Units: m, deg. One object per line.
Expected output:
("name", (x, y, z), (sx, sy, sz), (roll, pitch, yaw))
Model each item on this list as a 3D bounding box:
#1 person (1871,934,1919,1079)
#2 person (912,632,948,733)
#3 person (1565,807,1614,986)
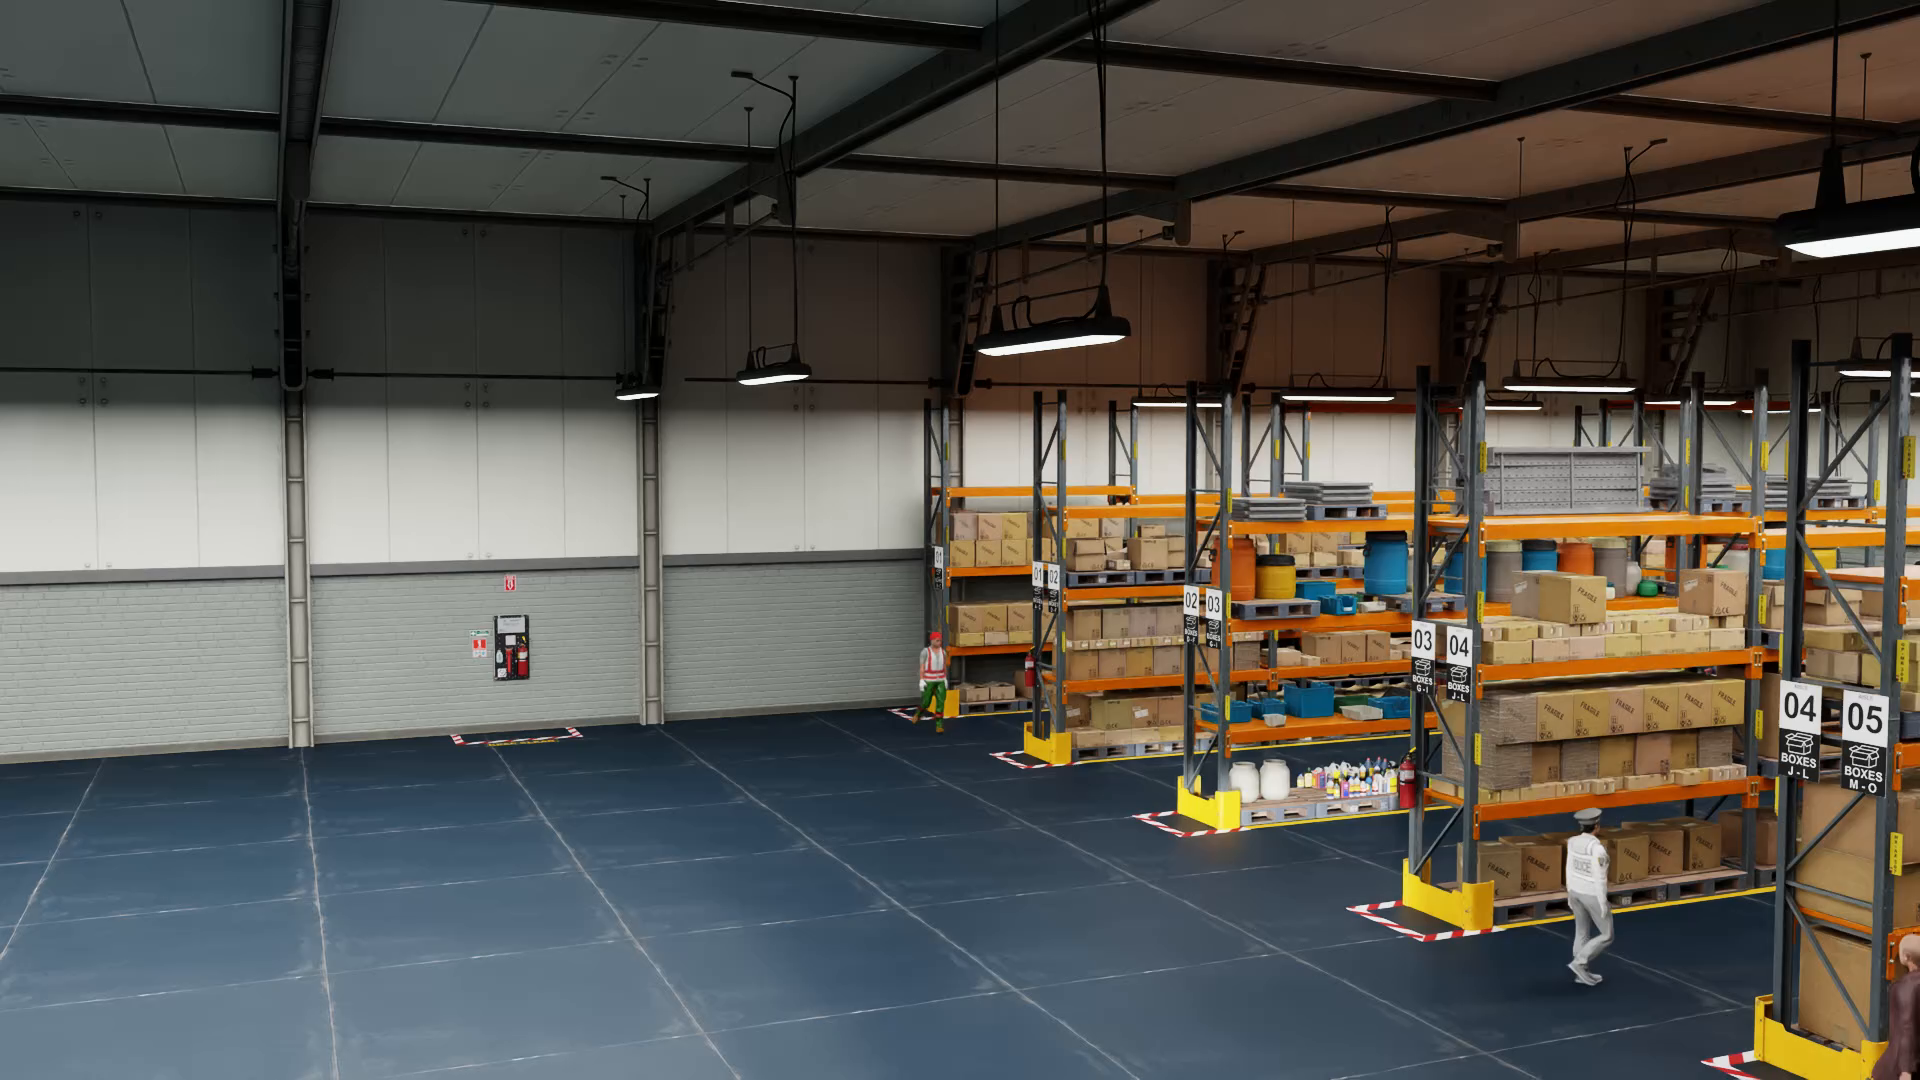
("person", (6.693, 3.605, 11.484), (0.630, 1.741, 0.989), (-2, 4, -28))
("person", (-0.497, 2.516, 29.614), (0.576, 1.783, 0.735), (-2, 4, -27))
("person", (5.934, 3.397, 15.821), (0.480, 1.675, 0.521), (-1, 4, -21))
